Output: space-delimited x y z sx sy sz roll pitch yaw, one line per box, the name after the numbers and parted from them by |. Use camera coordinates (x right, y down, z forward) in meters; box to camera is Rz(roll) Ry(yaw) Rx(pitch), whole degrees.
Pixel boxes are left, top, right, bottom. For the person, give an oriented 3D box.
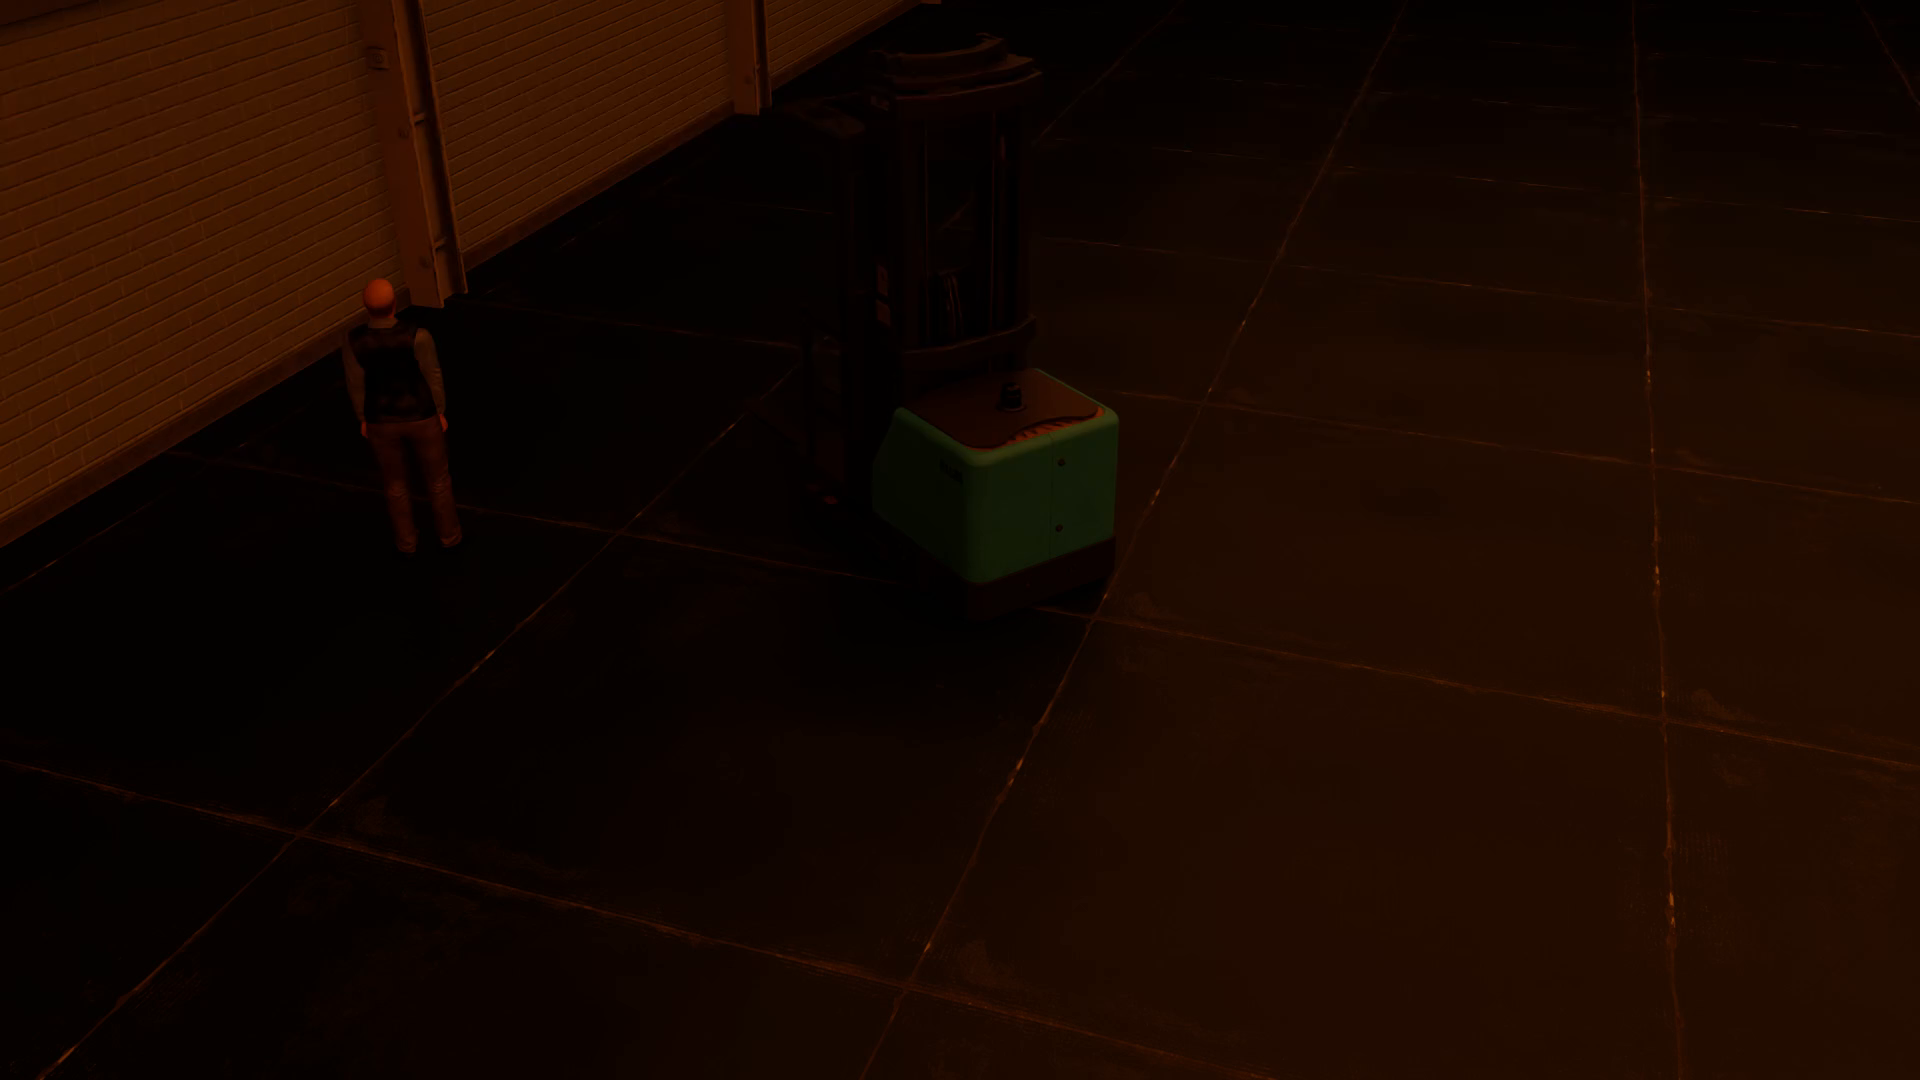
-3.208 -0.695 9.580 0.525 1.725 0.372 -6 30 -10 | person

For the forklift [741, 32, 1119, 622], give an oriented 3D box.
-0.355 -1.504 9.775 1.130 2.935 3.031 -19 35 -30 | forklift
